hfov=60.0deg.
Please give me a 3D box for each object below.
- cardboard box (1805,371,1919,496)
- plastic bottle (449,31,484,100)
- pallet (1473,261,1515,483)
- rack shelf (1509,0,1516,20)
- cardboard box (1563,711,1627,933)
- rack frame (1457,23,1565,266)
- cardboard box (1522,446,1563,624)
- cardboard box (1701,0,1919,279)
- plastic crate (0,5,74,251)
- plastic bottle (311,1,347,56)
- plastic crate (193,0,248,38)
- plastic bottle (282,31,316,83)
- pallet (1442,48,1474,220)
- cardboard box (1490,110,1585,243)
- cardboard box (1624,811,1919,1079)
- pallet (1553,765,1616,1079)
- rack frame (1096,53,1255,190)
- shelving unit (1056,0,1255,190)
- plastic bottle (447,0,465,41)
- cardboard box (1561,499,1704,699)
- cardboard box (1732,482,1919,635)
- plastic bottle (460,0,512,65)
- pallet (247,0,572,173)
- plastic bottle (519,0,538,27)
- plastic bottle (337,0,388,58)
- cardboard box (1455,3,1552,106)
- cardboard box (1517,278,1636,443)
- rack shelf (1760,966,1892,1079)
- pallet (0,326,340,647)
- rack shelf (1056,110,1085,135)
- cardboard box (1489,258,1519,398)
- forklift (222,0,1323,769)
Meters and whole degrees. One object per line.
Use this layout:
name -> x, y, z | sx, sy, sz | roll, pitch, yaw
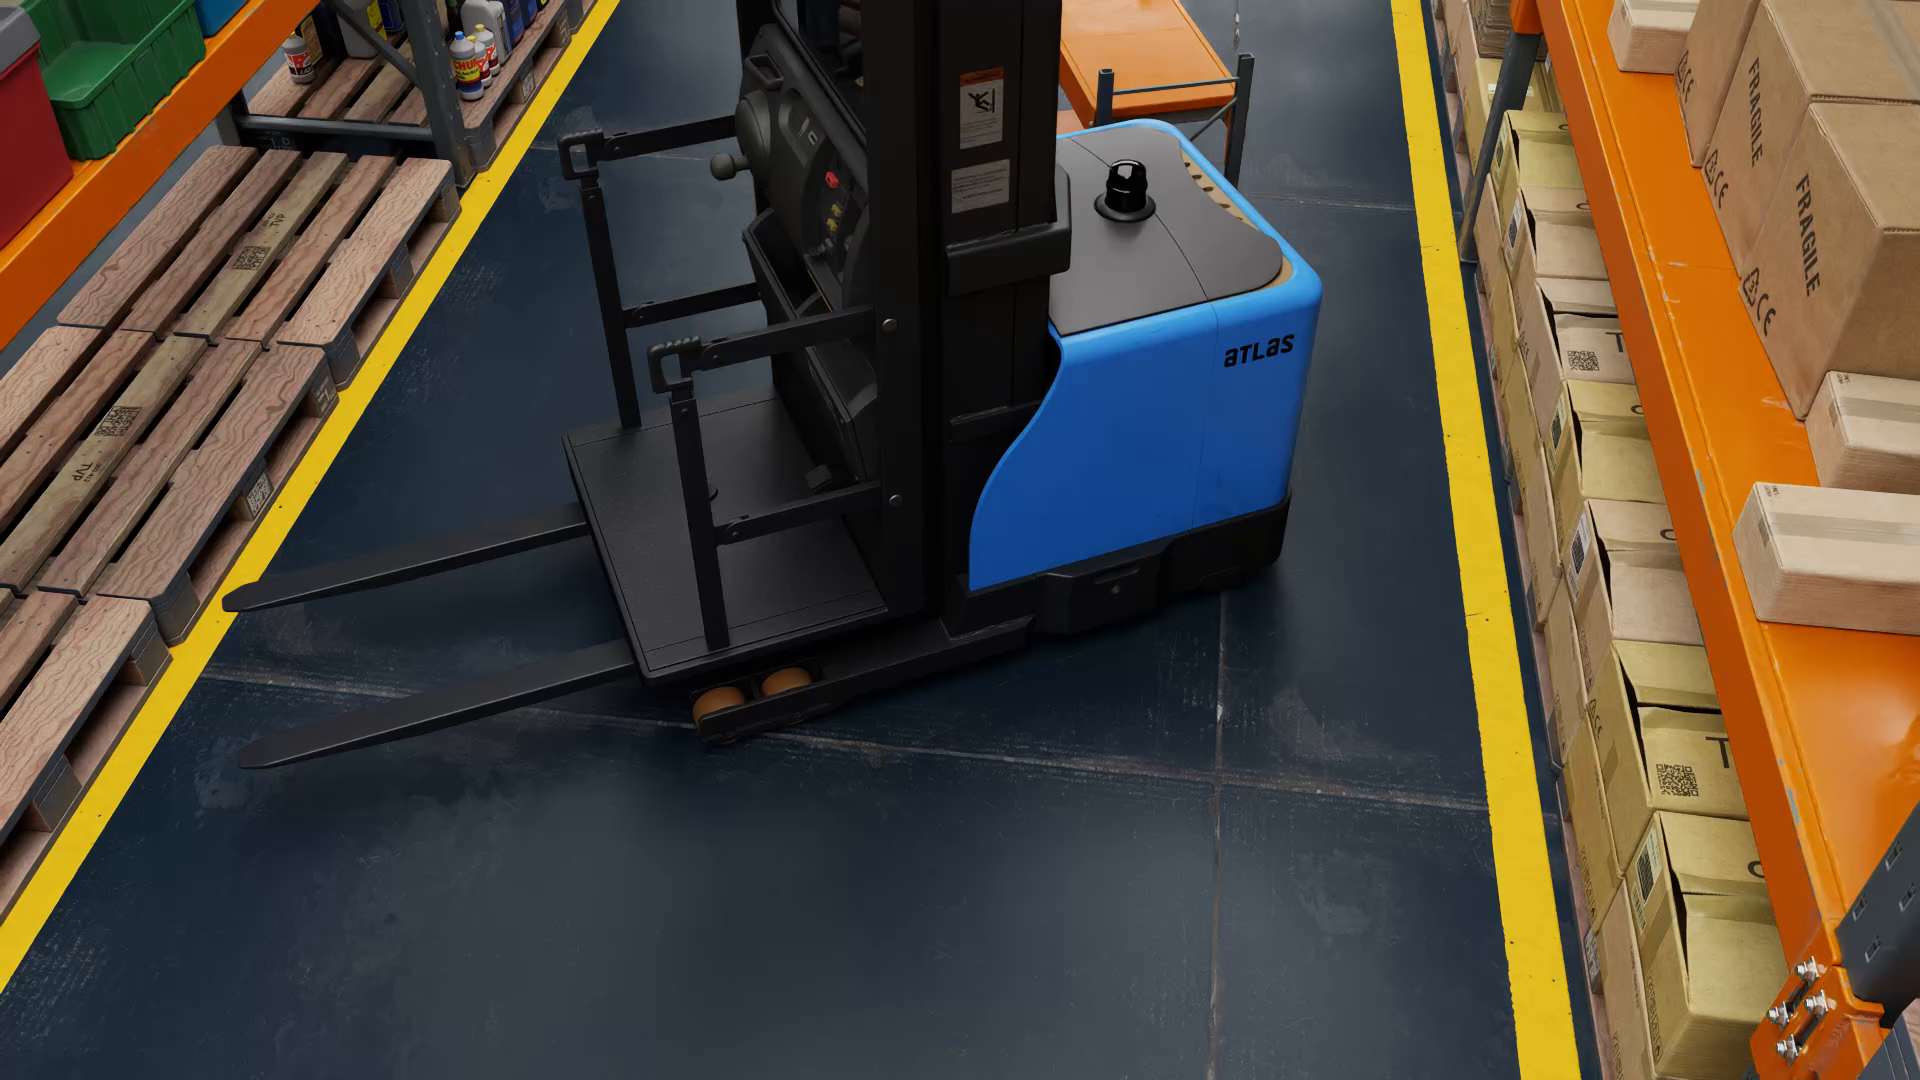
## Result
cardboard box -> 2.000, -0.199, 3.461 | 0.380, 0.149, 0.250 | 8, 44, 9
plastic bottle -> -2.016, -1.941, 6.783 | 0.097, 0.271, 0.097 | 0, 43, 0
pallet -> 2.358, -0.624, 5.755 | 1.003, 0.211, 1.213 | 5, 44, 6
rack shelf -> 2.681, -3.244, 7.017 | 1.077, 0.370, 4.000 | 5, 44, 6
cardboard box -> 1.780, 0.698, 4.026 | 0.500, 0.250, 0.500 | 5, 44, 5
rack frame -> 2.416, -2.142, 5.331 | 1.000, 3.000, 0.127 | 5, 44, 6
cardboard box -> 1.915, 0.004, 4.758 | 0.500, 0.250, 0.500 | 6, 44, 6
cardboard box -> 2.163, -0.956, 4.005 | 0.500, 0.500, 0.500 | 5, 44, 6
plastic crate -> -2.505, -0.966, 4.041 | 0.402, 0.464, 0.583 | 5, 44, 6
plastic bottle -> -2.693, -2.258, 7.060 | 0.144, 0.351, 0.185 | 4, 44, 4
plastic crate -> -2.330, -1.809, 4.990 | 0.392, 0.384, 0.575 | 5, 44, 6
plastic bottle -> -2.754, -2.014, 6.911 | 0.097, 0.201, 0.097 | 0, 43, 0
pallet -> 2.563, -1.668, 6.858 | 1.003, 0.211, 1.213 | 5, 44, 6
cardboard box -> 2.115, -1.241, 5.665 | 0.500, 0.311, 0.500 | 5, 44, 6
cardboard box -> 1.713, 0.847, 3.460 | 0.500, 0.311, 0.500 | 6, 44, 7
pallet -> 2.035, 1.039, 3.999 | 1.003, 0.211, 1.213 | 5, 44, 6
rack frame -> 0.677, -1.078, 5.570 | 0.500, 1.125, 0.032 | -9, 44, -9
shelving unit -> 0.568, -1.419, 5.931 | 0.538, 1.125, 1.048 | -9, 44, -9
plastic bottle -> -2.106, -2.178, 7.024 | 0.061, 0.283, 0.133 | 5, 44, 6
cardboard box -> 1.845, 0.148, 4.198 | 0.500, 0.311, 0.500 | 5, 44, 5
cardboard box -> 1.733, 0.037, 3.212 | 0.380, 0.149, 0.250 | 5, 44, 6
plastic bottle -> -2.001, -2.166, 7.017 | 0.152, 0.276, 0.135 | 7, 44, 7
pallet -> -2.363, -2.036, 7.247 | 1.003, 0.211, 1.213 | 5, 44, 6
plastic bottle -> -1.950, -2.434, 7.245 | 0.144, 0.351, 0.185 | 4, 44, 4
plastic bottle -> -2.551, -2.245, 7.046 | 0.144, 0.351, 0.185 | 5, 44, 6
cardboard box -> 2.337, -1.972, 6.845 | 0.500, 0.250, 0.500 | 5, 44, 6
cardboard box -> 1.976, -0.547, 4.933 | 0.500, 0.311, 0.500 | 4, 44, 4
rack shelf -> 1.623, 2.208, 1.259 | 1.077, 0.370, 4.000 | 5, 44, 6
pallet -> -2.717, -0.210, 5.318 | 1.003, 0.211, 1.213 | 5, 44, 6
rack shelf -> 0.568, -1.241, 6.099 | 0.538, 0.278, 1.000 | -9, 44, -9
cardboard box -> 2.049, -0.696, 5.497 | 0.500, 0.250, 0.500 | 6, 44, 7
forklift -> -0.580, -0.907, 4.076 | 3.031, 2.935, 1.130 | -15, 46, -15
